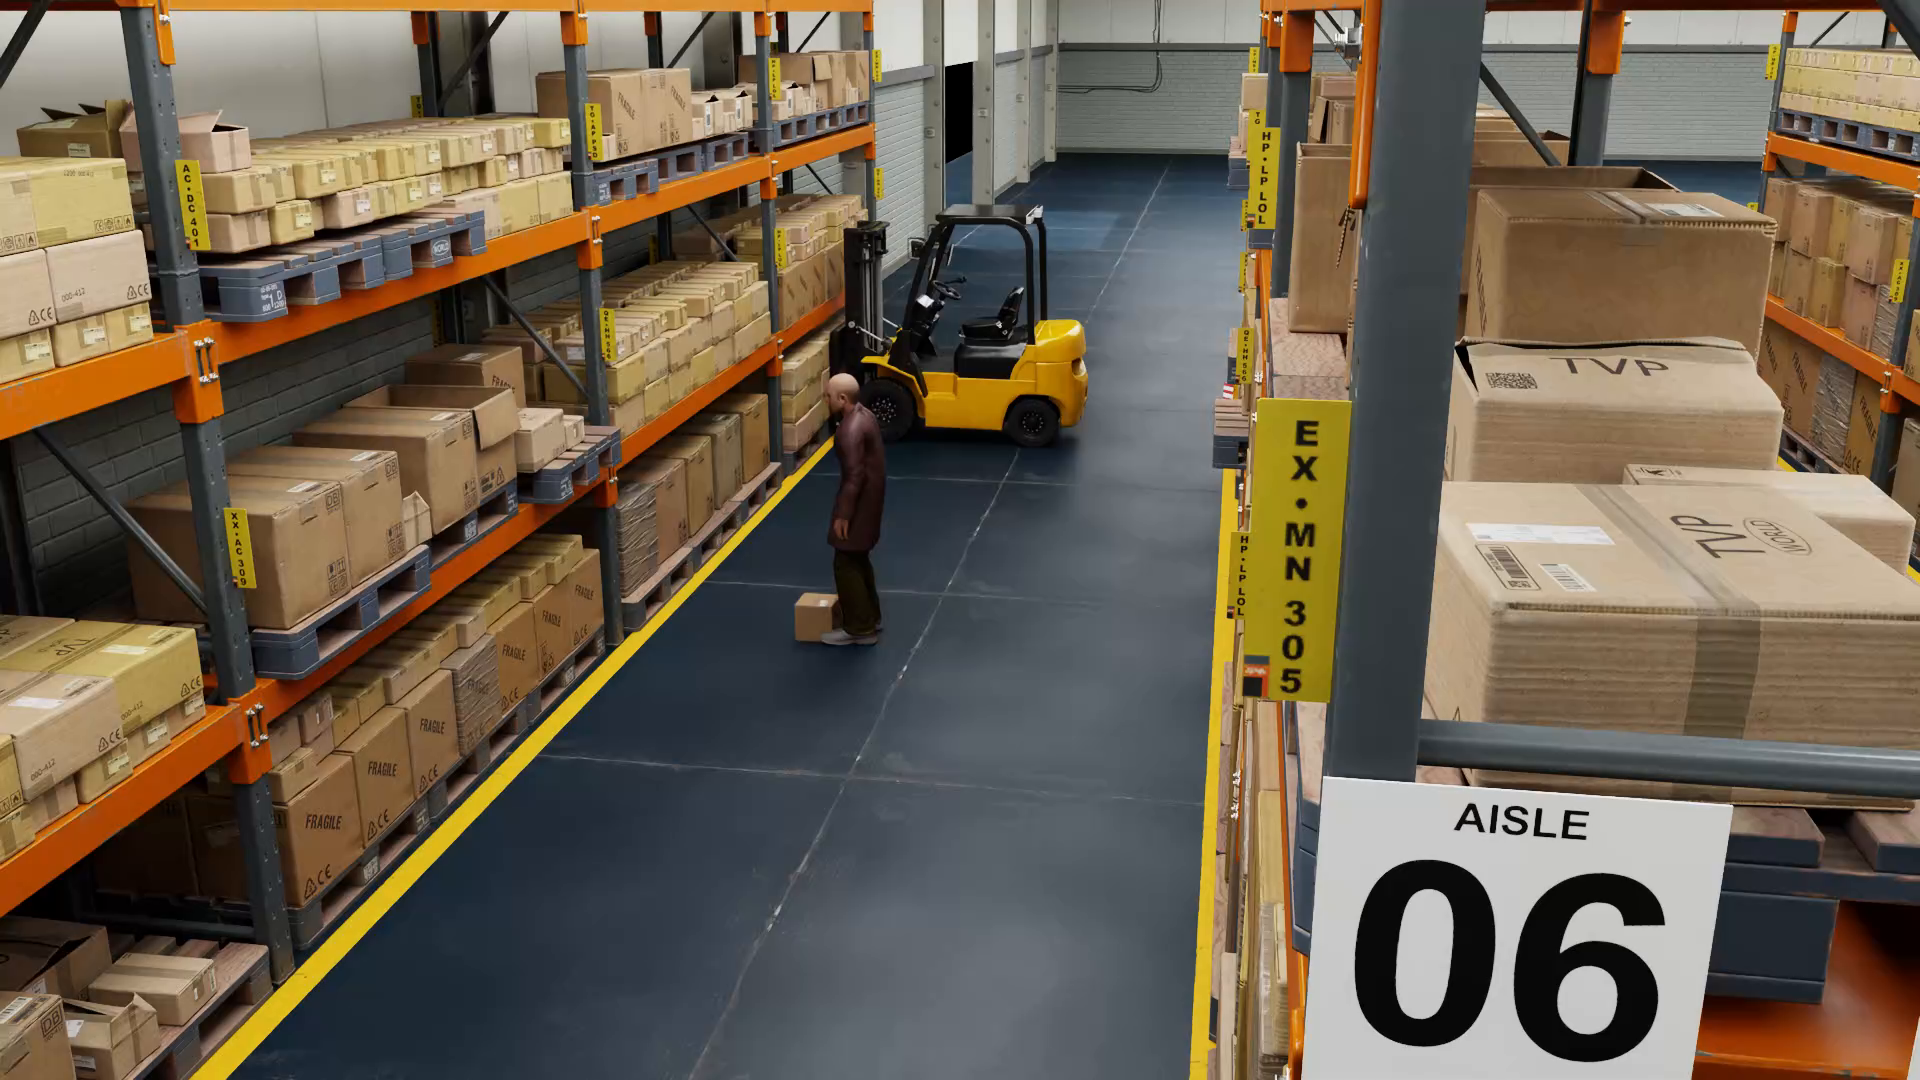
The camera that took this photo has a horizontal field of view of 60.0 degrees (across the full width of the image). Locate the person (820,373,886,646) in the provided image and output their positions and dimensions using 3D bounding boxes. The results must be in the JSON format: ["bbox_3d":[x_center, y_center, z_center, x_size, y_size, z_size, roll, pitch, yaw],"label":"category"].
[{"bbox_3d":[-0.687,-0.204,10.720,0.427,1.773,0.631,2,18,7],"label":"person"}]
